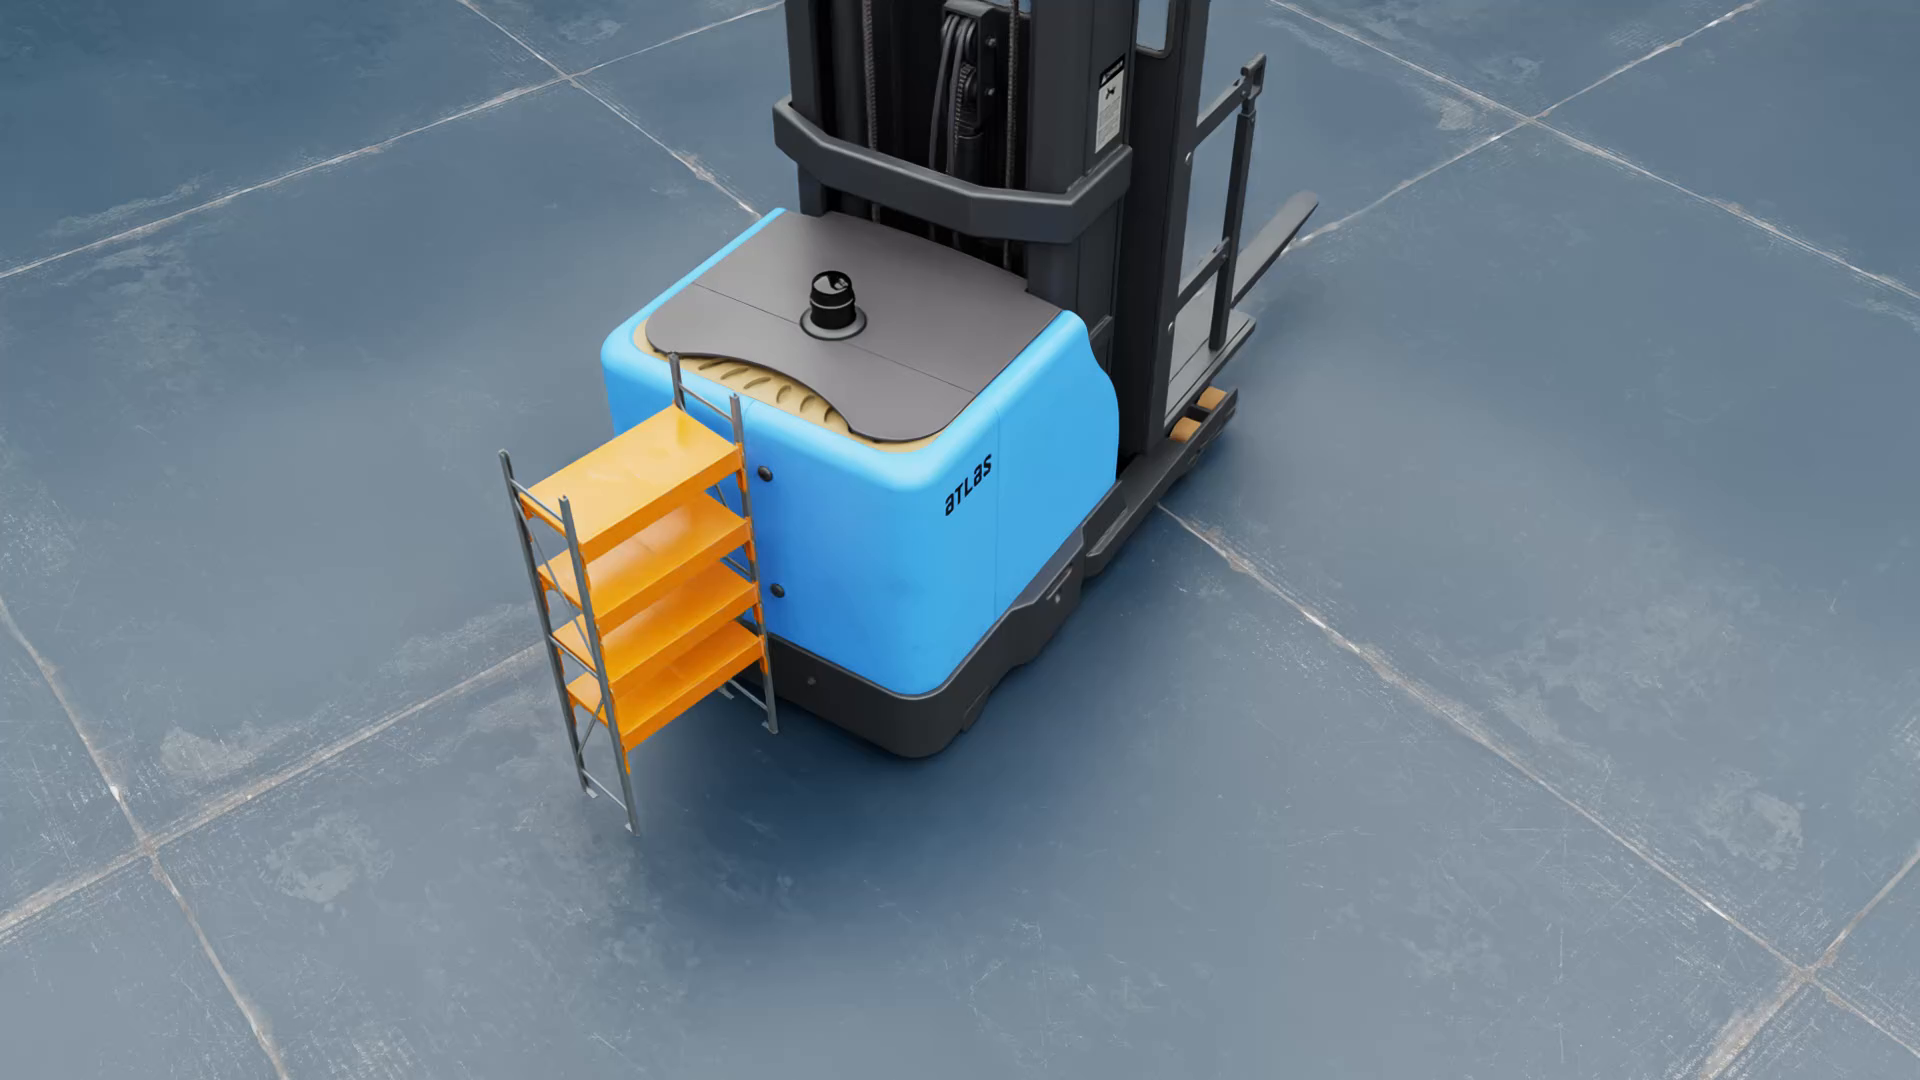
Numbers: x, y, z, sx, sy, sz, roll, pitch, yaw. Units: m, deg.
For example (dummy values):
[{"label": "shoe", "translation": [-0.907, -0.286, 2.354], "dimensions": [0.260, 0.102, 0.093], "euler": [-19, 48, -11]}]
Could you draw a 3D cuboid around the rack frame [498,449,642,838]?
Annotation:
[{"label": "rack frame", "translation": [-0.938, 0.294, 4.061], "dimensions": [0.240, 1.200, 0.015], "euler": [33, 52, 30]}]

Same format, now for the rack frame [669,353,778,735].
[{"label": "rack frame", "translation": [-0.603, 0.051, 4.320], "dimensions": [0.240, 1.200, 0.015], "euler": [33, 52, 30]}]

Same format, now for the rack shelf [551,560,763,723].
[{"label": "rack shelf", "translation": [-0.770, 0.221, 4.236], "dimensions": [0.258, 0.148, 0.480], "euler": [33, 52, 30]}]

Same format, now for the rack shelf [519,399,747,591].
[{"label": "rack shelf", "translation": [-0.770, -0.114, 3.921], "dimensions": [0.258, 0.148, 0.480], "euler": [33, 52, 30]}]

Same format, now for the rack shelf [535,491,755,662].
[{"label": "rack shelf", "translation": [-0.770, 0.058, 4.083], "dimensions": [0.258, 0.148, 0.480], "euler": [33, 52, 30]}]

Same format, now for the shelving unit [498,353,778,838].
[{"label": "shelving unit", "translation": [-0.770, 0.172, 4.190], "dimensions": [0.258, 1.200, 0.503], "euler": [33, 52, 30]}]

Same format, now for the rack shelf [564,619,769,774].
[{"label": "rack shelf", "translation": [-0.770, 0.366, 4.372], "dimensions": [0.258, 0.148, 0.480], "euler": [33, 52, 30]}]

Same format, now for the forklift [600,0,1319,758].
[{"label": "forklift", "translation": [0.275, -1.464, 4.668], "dimensions": [1.130, 2.935, 3.031], "euler": [23, 48, 23]}]
